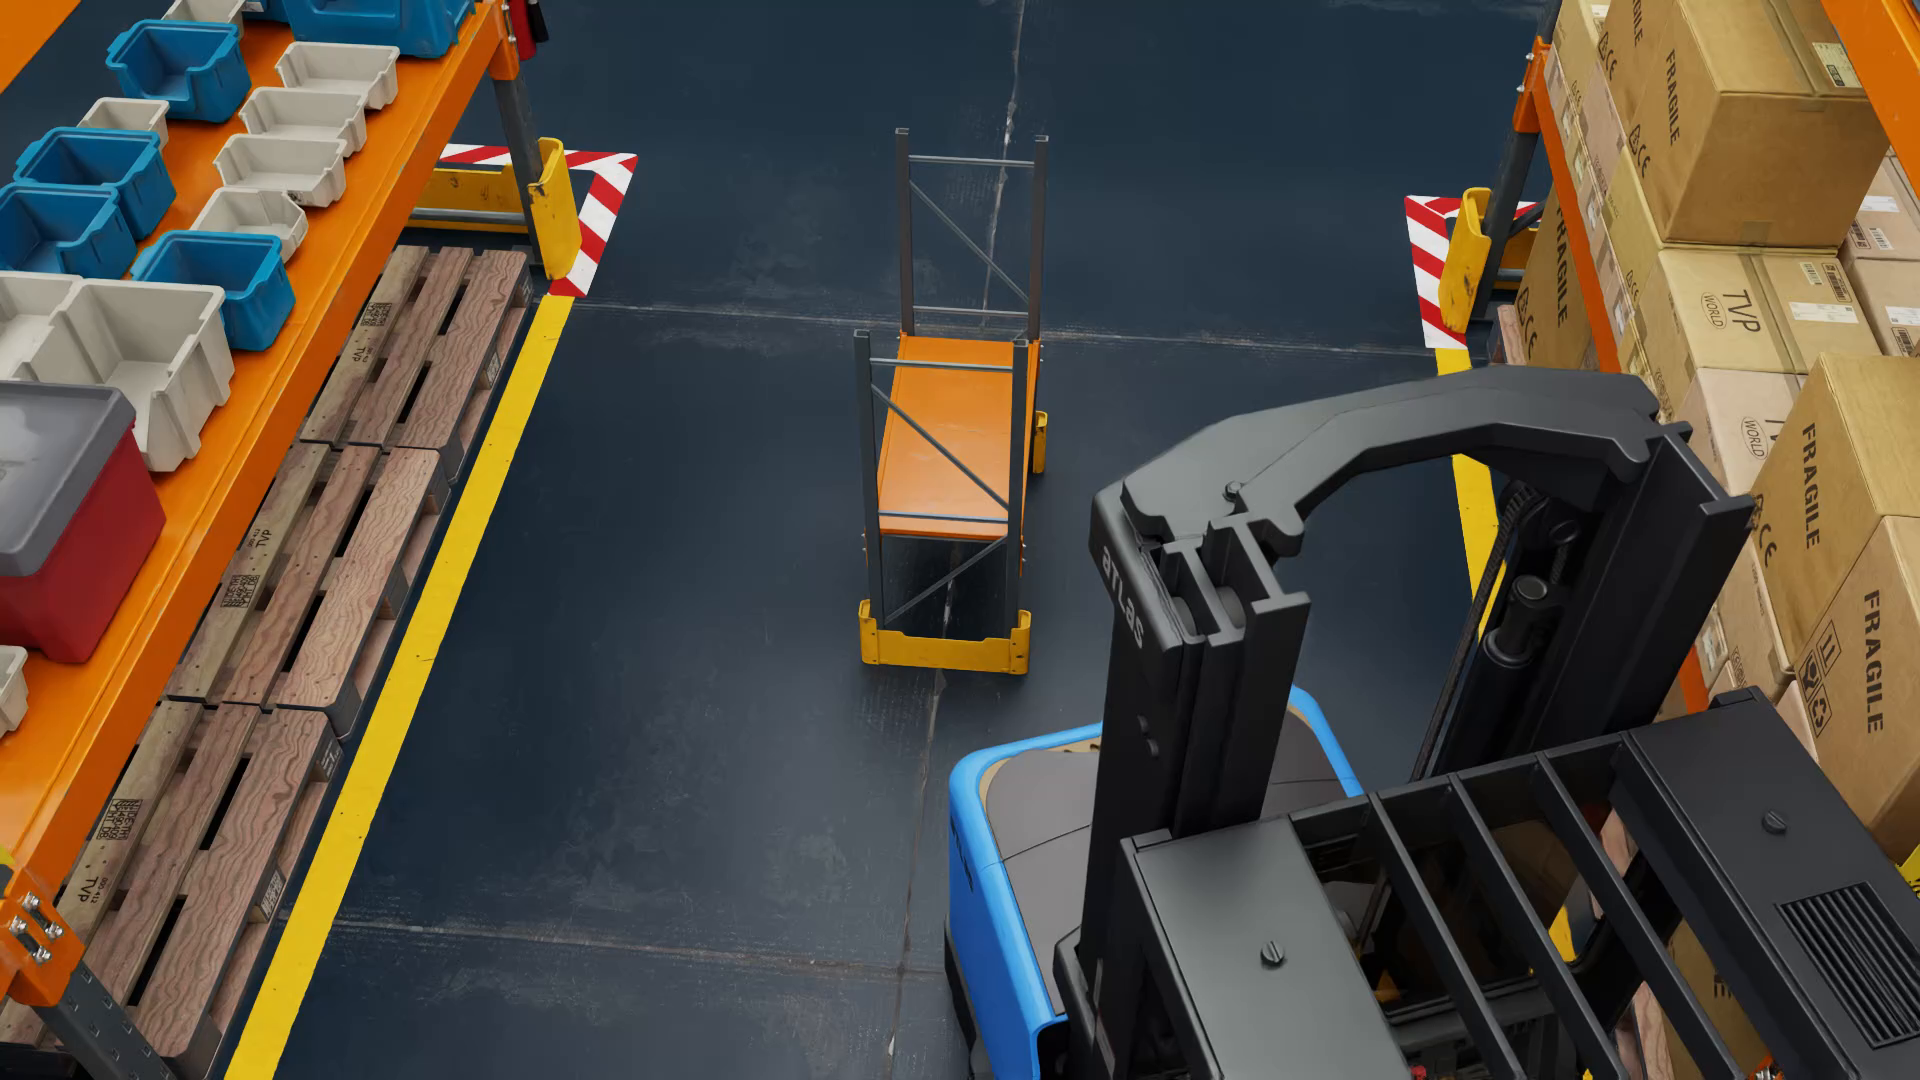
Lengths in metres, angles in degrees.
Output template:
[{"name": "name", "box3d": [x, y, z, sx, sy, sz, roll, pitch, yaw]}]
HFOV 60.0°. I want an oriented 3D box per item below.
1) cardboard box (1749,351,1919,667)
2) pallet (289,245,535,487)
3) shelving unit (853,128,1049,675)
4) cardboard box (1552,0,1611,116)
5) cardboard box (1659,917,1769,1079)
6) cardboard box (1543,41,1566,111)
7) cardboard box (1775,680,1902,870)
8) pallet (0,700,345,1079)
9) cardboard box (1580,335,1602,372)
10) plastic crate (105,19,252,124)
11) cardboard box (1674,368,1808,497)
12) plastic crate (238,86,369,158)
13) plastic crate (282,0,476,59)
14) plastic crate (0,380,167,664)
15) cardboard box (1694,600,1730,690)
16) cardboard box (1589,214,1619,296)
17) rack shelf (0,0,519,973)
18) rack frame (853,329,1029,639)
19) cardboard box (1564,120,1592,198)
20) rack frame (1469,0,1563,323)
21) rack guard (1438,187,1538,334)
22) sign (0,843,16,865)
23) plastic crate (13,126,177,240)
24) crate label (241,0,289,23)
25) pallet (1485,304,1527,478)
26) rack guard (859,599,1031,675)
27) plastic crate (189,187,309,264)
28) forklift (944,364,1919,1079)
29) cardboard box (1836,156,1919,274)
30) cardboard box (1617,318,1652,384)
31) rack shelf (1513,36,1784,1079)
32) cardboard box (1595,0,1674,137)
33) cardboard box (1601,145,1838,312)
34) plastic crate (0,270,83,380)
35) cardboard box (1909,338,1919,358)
[{"name": "cardboard box", "box3d": [2.113, -0.049, 3.654, 0.500, 0.500, 0.500, 4, 48, 4]}, {"name": "pallet", "box3d": [-2.394, -0.750, 6.793, 1.003, 0.211, 1.213, 4, 48, 4]}, {"name": "shelving unit", "box3d": [-0.007, -0.450, 5.645, 0.587, 1.500, 1.083, 4, 48, 4]}, {"name": "cardboard box", "box3d": [2.339, -1.677, 5.651, 0.500, 0.250, 0.500, 3, 48, 2]}, {"name": "cardboard box", "box3d": [2.427, 1.074, 4.391, 0.875, 0.875, 0.875, 4, 48, 4]}, {"name": "cardboard box", "box3d": [2.291, -1.638, 5.886, 0.380, 0.149, 0.250, 4, 48, 4]}, {"name": "cardboard box", "box3d": [2.066, 0.586, 3.581, 0.500, 0.250, 0.500, 3, 48, 3]}, {"name": "pallet", "box3d": [-2.617, 1.043, 5.153, 1.003, 0.211, 1.213, 4, 48, 4]}, {"name": "cardboard box", "box3d": [2.590, -0.242, 5.594, 0.875, 0.875, 0.875, 4, 48, 4]}, {"name": "plastic crate", "box3d": [-2.691, -1.615, 5.767, 0.416, 0.233, 0.300, 4, 48, 4]}, {"name": "cardboard box", "box3d": [2.157, -0.169, 4.272, 0.500, 0.250, 0.500, 5, 48, 4]}, {"name": "plastic crate", "box3d": [-2.216, -1.402, 5.638, 0.396, 0.136, 0.243, 4, 48, 4]}, {"name": "plastic crate", "box3d": [-2.125, -2.068, 6.044, 0.616, 0.435, 0.499, 4, 48, 4]}, {"name": "plastic crate", "box3d": [-2.314, -0.036, 4.166, 0.402, 0.464, 0.583, 4, 48, 4]}, {"name": "cardboard box", "box3d": [2.059, 0.250, 4.159, 0.380, 0.149, 0.250, 5, 48, 4]}, {"name": "cardboard box", "box3d": [2.199, -0.883, 5.195, 0.380, 0.149, 0.250, 3, 48, 3]}, {"name": "rack shelf", "box3d": [-2.463, -0.582, 5.237, 1.077, 0.370, 4.000, 4, 48, 4]}, {"name": "rack frame", "box3d": [-0.054, -0.070, 5.298, 0.500, 1.500, 0.032, 4, 48, 4]}, {"name": "cardboard box", "box3d": [2.246, -1.261, 5.541, 0.380, 0.149, 0.250, 3, 48, 3]}, {"name": "rack frame", "box3d": [2.652, -1.961, 6.011, 1.000, 3.000, 0.127, 4, 48, 4]}, {"name": "rack guard", "box3d": [2.654, -1.135, 6.950, 1.175, 0.500, 0.348, 4, 48, 4]}, {"name": "sign", "box3d": [-2.098, 0.590, 3.490, 0.100, 0.325, 0.005, 4, 48, 4]}, {"name": "plastic crate", "box3d": [-2.751, -1.131, 5.325, 0.416, 0.233, 0.300, 4, 48, 4]}, {"name": "crate label", "box3d": [-2.631, -2.099, 6.210, 0.416, 0.233, 0.303, 4, 48, 4]}, {"name": "pallet", "box3d": [2.657, -0.427, 6.498, 1.003, 0.211, 1.213, 4, 48, 4]}, {"name": "rack guard", "box3d": [-0.052, 0.338, 5.772, 0.587, 0.250, 0.087, 4, 48, 4]}, {"name": "plastic crate", "box3d": [-2.225, -0.977, 5.249, 0.298, 0.136, 0.250, 4, 48, 4]}, {"name": "forklift", "box3d": [0.840, 1.249, 3.122, 1.130, 2.935, 3.031, -12, 49, -10]}, {"name": "cardboard box", "box3d": [2.779, -0.891, 4.932, 0.500, 0.250, 0.500, 2, 48, 2]}, {"name": "cardboard box", "box3d": [2.152, -0.508, 4.852, 0.380, 0.149, 0.250, 3, 48, 3]}, {"name": "rack shelf", "box3d": [2.469, -0.249, 4.932, 1.077, 0.370, 4.000, 4, 48, 4]}, {"name": "cardboard box", "box3d": [2.293, -1.562, 5.038, 0.500, 0.500, 0.500, 3, 48, 3]}, {"name": "cardboard box", "box3d": [2.249, -0.925, 4.963, 0.500, 0.250, 0.500, 2, 48, 2]}, {"name": "plastic crate", "box3d": [-2.786, -0.586, 4.891, 0.293, 0.136, 0.466, 4, 48, 4]}, {"name": "cardboard box", "box3d": [2.681, -0.404, 3.978, 0.500, 0.500, 0.500, 3, 48, 2]}]
